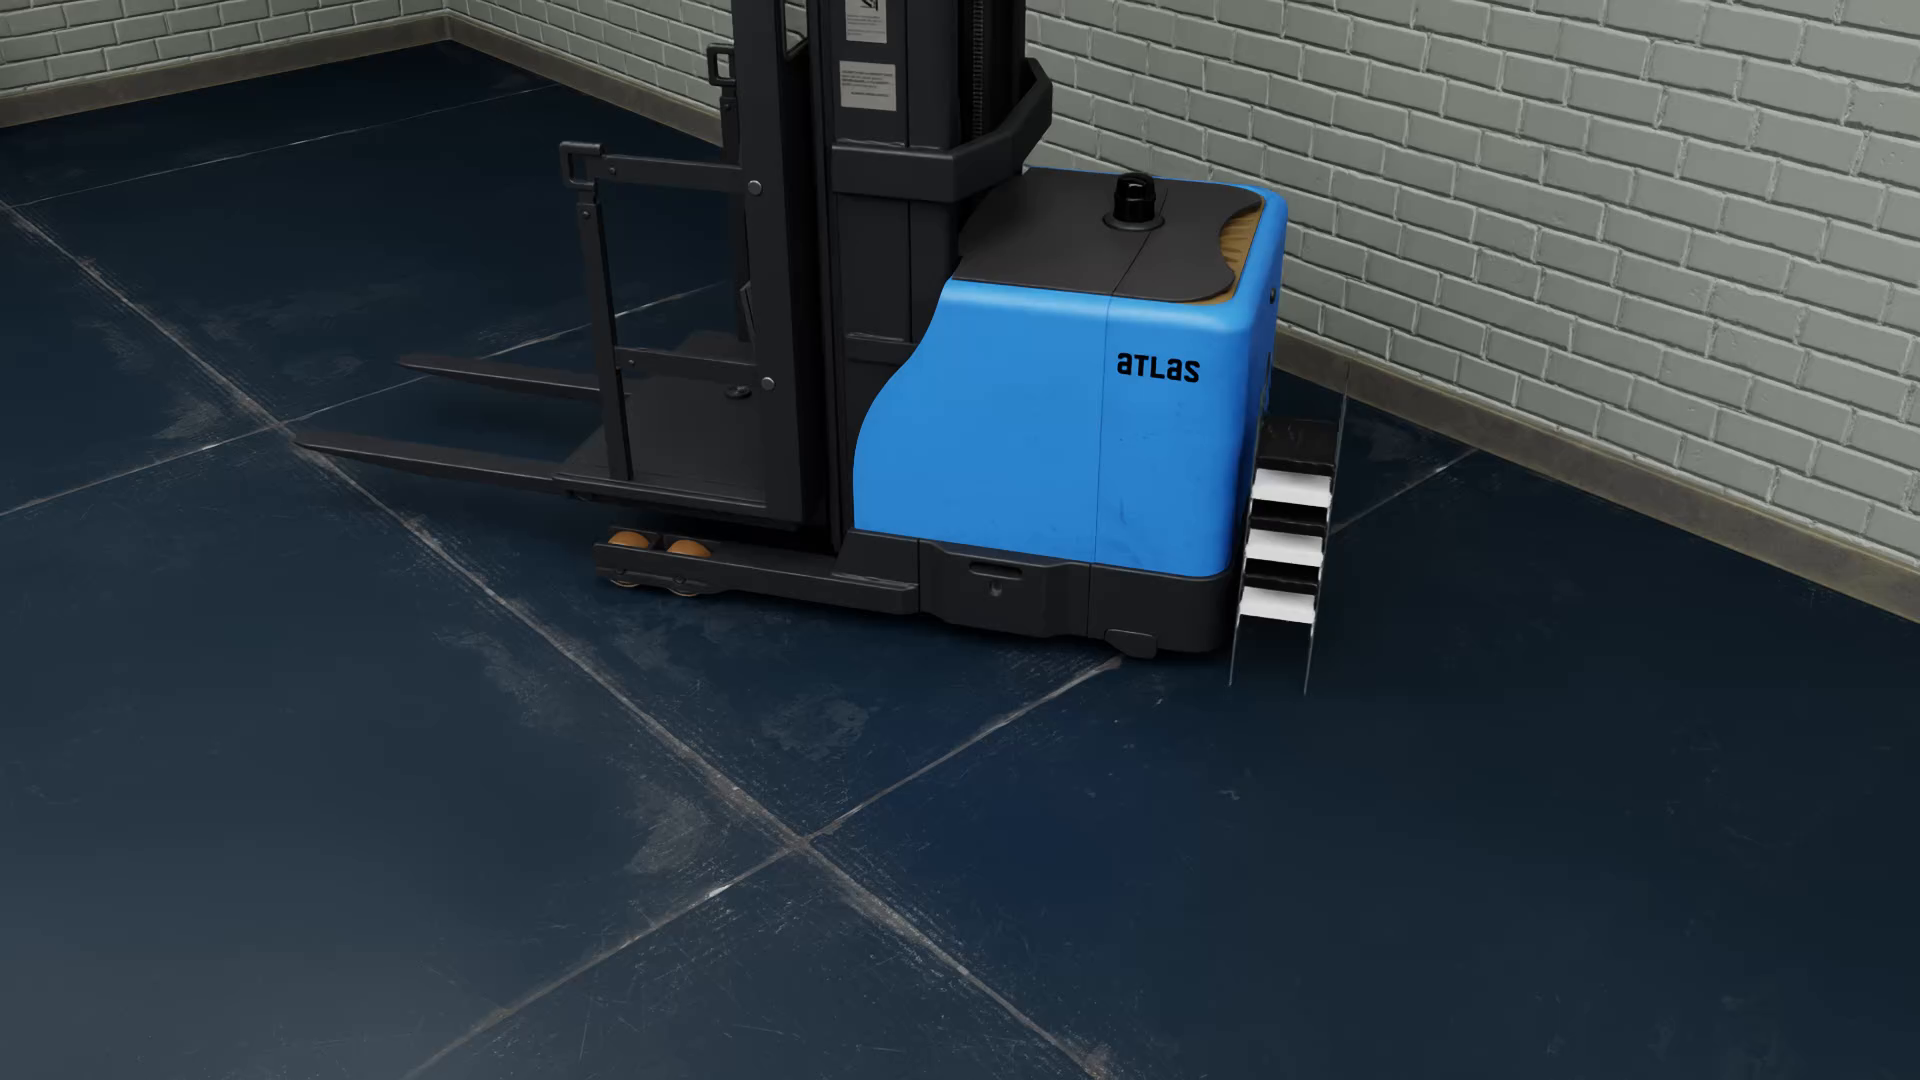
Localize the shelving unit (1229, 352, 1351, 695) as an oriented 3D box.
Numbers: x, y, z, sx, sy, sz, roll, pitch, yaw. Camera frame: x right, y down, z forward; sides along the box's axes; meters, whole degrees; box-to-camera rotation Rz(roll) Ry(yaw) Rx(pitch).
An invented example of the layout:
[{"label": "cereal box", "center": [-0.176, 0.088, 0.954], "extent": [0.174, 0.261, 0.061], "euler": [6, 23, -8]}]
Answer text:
[{"label": "shelving unit", "center": [0.875, -0.032, 4.436], "extent": [0.210, 0.900, 0.258], "euler": [7, 33, 12]}]

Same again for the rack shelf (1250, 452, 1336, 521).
[{"label": "rack shelf", "center": [0.875, -0.156, 4.359], "extent": [0.200, 0.077, 0.258], "euler": [7, 33, 12]}]

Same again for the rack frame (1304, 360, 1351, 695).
[{"label": "rack frame", "center": [0.973, -0.019, 4.416], "extent": [0.006, 0.900, 0.240], "euler": [7, 33, 12]}]

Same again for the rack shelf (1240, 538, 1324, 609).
[{"label": "rack shelf", "center": [0.874, 0.073, 4.502], "extent": [0.200, 0.077, 0.258], "euler": [7, 33, 12]}]

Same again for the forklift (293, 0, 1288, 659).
[{"label": "forklift", "center": [-0.600, -1.337, 4.626], "extent": [3.031, 2.935, 1.130], "euler": [8, 32, 13]}]

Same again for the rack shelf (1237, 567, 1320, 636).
[{"label": "rack shelf", "center": [0.874, 0.150, 4.549], "extent": [0.200, 0.077, 0.258], "euler": [7, 33, 12]}]

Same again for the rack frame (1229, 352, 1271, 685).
[{"label": "rack frame", "center": [0.776, -0.044, 4.457], "extent": [0.006, 0.900, 0.240], "euler": [7, 33, 12]}]

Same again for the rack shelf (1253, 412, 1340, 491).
[{"label": "rack shelf", "center": [0.875, -0.233, 4.312], "extent": [0.200, 0.077, 0.258], "euler": [7, 33, 12]}]

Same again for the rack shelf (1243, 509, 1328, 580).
[{"label": "rack shelf", "center": [0.875, -0.003, 4.454], "extent": [0.200, 0.077, 0.258], "euler": [7, 33, 12]}]

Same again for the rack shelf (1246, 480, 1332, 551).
[{"label": "rack shelf", "center": [0.875, -0.080, 4.407], "extent": [0.200, 0.077, 0.258], "euler": [7, 33, 12]}]
